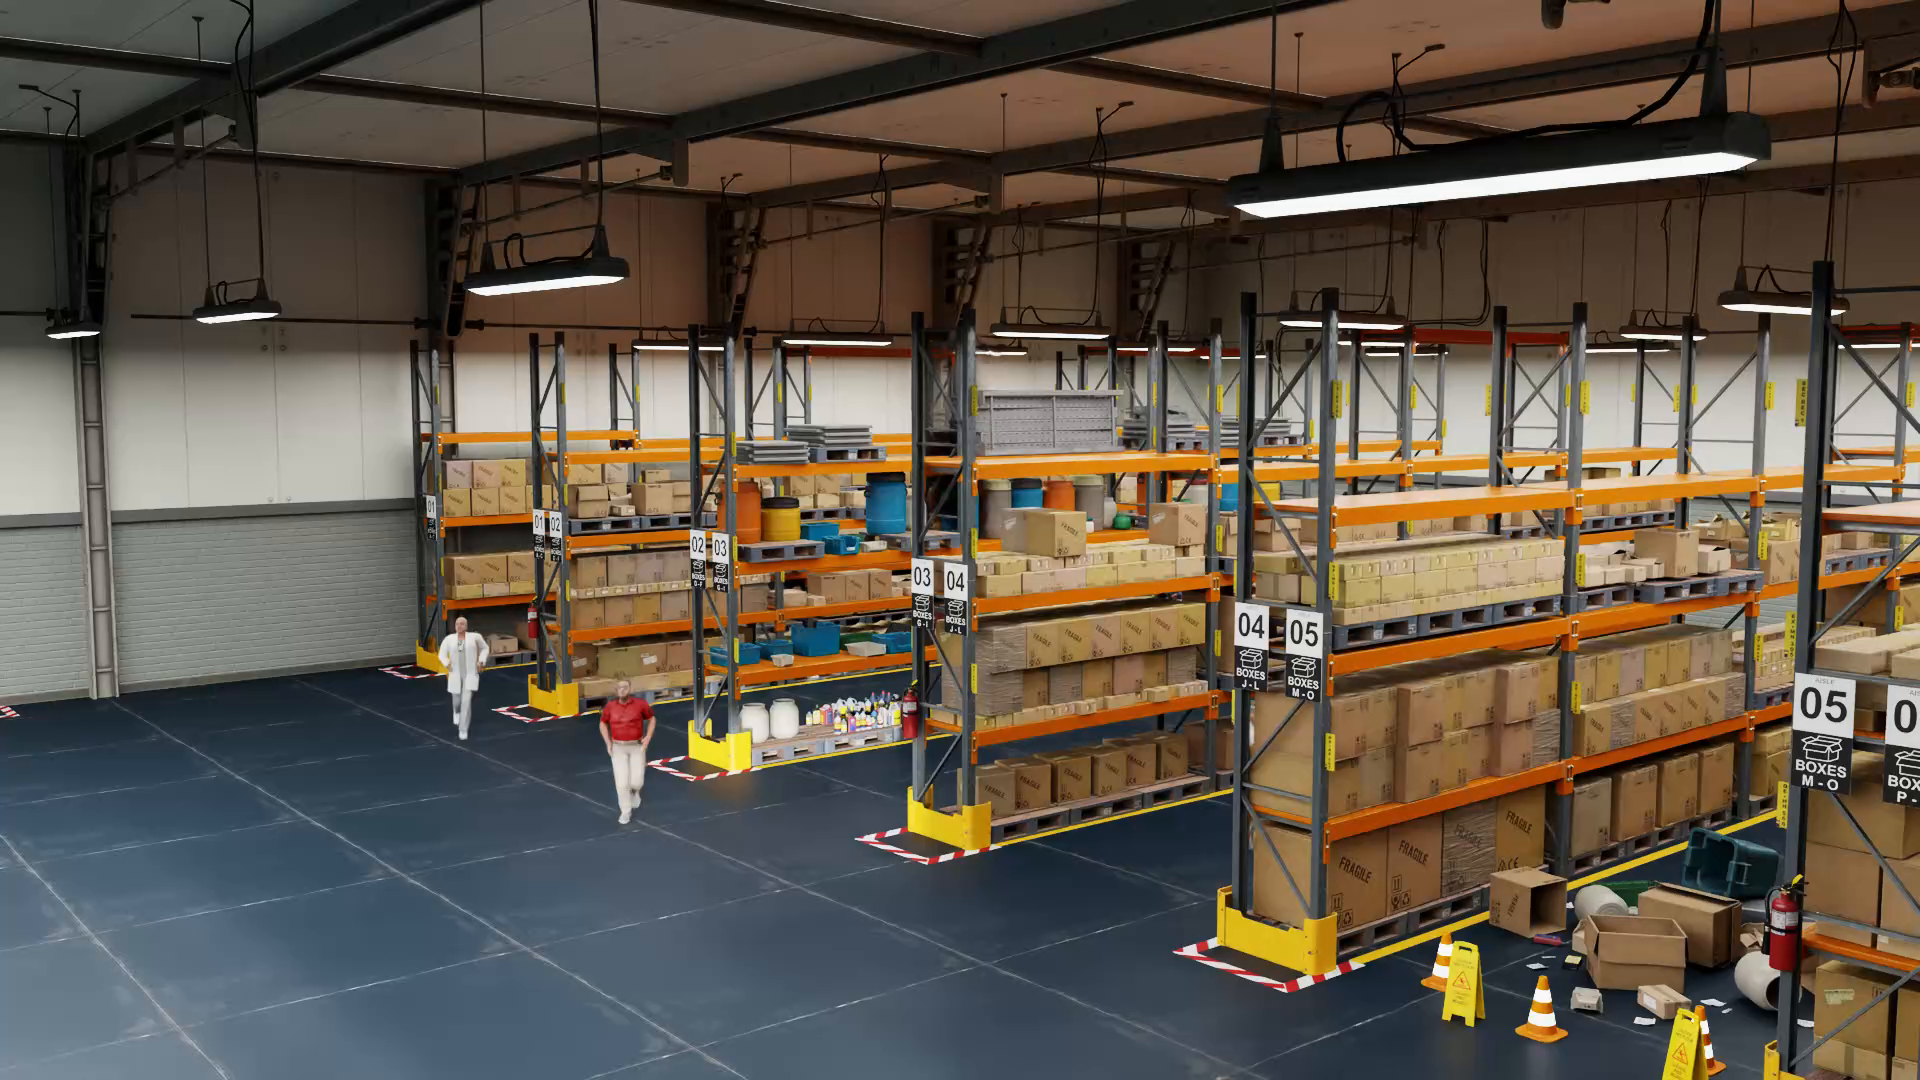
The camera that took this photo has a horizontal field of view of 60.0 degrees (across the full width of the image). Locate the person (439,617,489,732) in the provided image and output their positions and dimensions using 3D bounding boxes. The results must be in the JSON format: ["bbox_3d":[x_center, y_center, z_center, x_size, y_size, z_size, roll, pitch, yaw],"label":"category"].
[{"bbox_3d":[-7.352,1.969,24.665,0.719,1.682,0.791,-1,5,-9],"label":"person"}]

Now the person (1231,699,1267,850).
[{"bbox_3d":[3.380,2.605,18.658,0.639,1.694,0.803,4,7,37],"label":"person"}]

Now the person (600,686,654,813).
[{"bbox_3d":[-3.977,2.485,19.843,0.640,1.546,0.506,-1,5,-6],"label":"person"}]

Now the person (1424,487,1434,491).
[{"bbox_3d":[5.208,1.691,20.445,4.082,3.205,25.779,1,5,10],"label":"person"}]

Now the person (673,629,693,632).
[{"bbox_3d":[-4.952,1.470,30.249,0.796,1.729,0.700,-5,7,-40],"label":"person"}]
